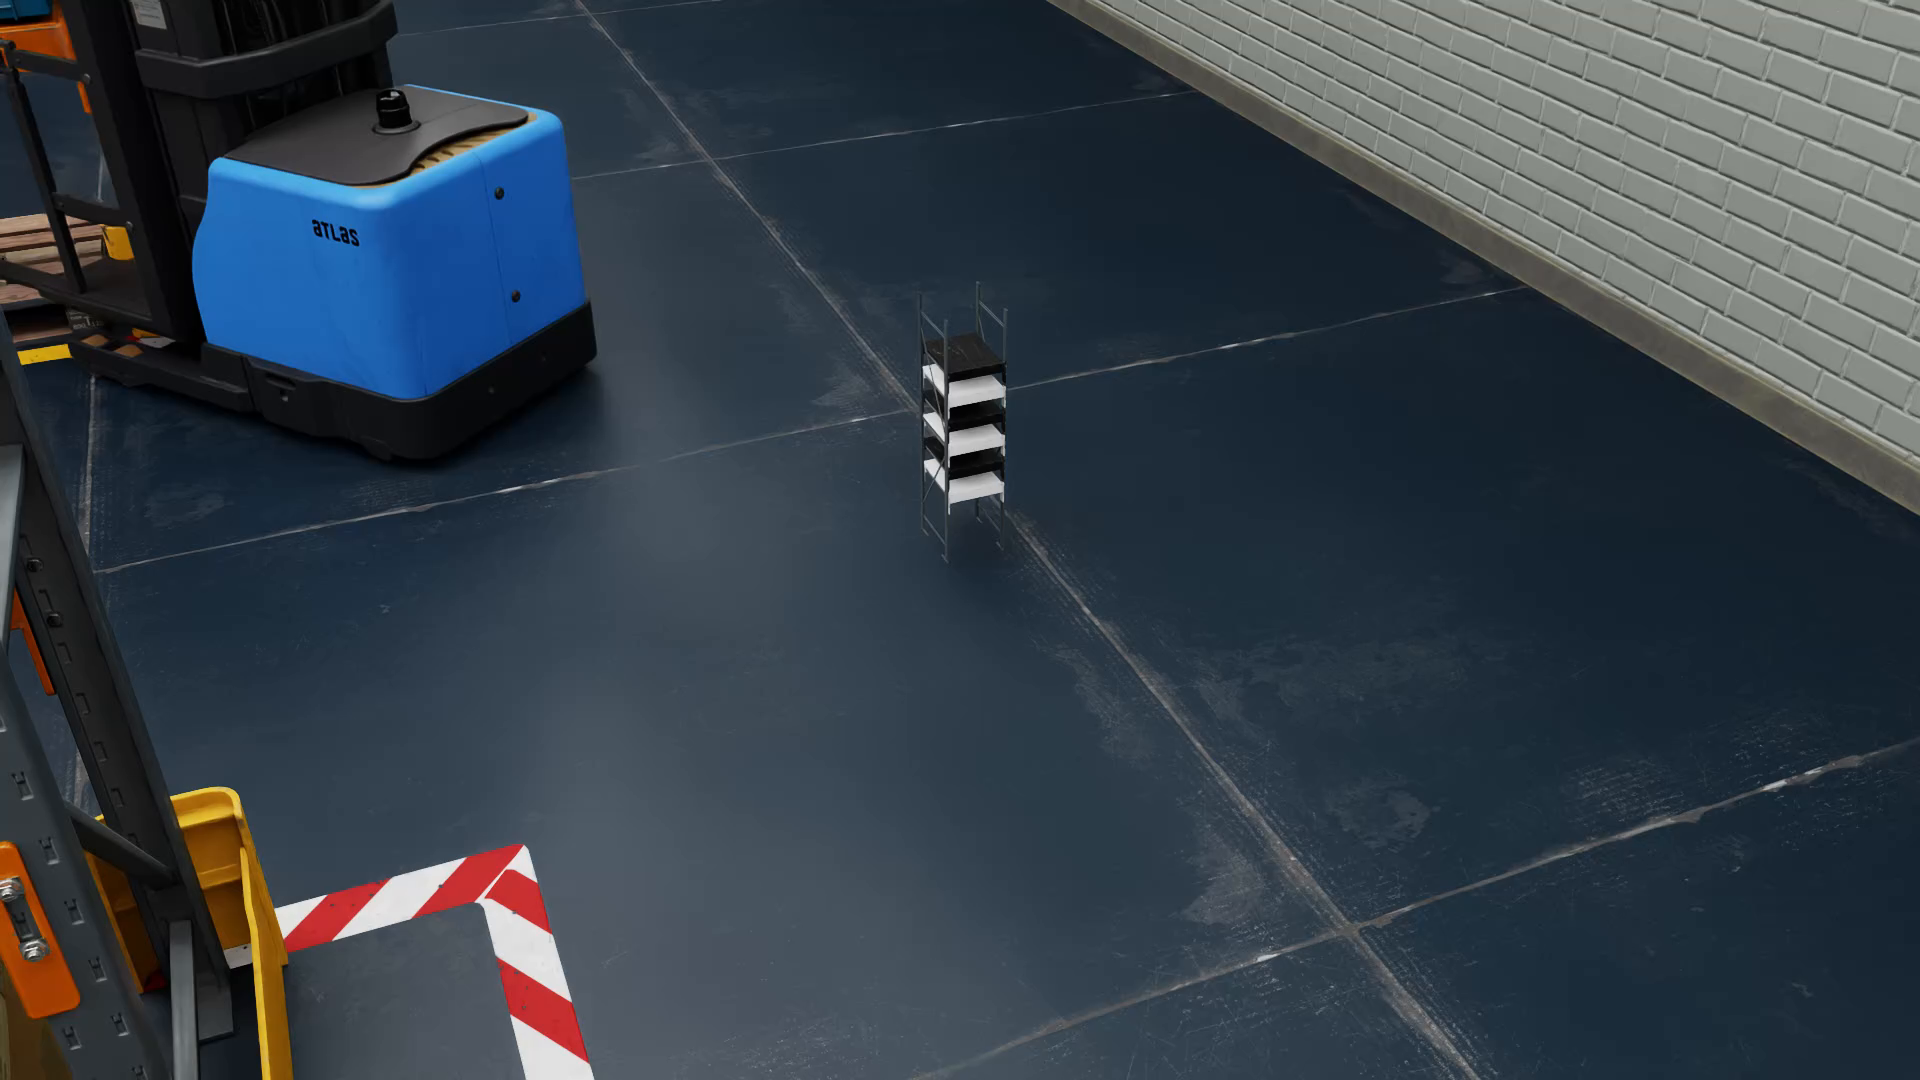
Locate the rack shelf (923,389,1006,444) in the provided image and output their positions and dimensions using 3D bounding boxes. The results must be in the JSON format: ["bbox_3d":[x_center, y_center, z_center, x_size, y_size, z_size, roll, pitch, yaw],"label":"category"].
[{"bbox_3d":[0.007,-0.426,5.476,0.200,0.077,0.258,-13,35,-19],"label":"rack shelf"}]

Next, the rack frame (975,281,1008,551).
[{"bbox_3d":[0.101,-0.400,5.540,0.006,0.900,0.240,-13,35,-19],"label":"rack frame"}]

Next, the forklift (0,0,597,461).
[{"bbox_3d":[-3.026,-2.080,6.259,3.031,2.935,1.130,16,36,23],"label":"forklift"}]

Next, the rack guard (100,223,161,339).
[{"bbox_3d":[-3.572,-1.385,7.420,0.348,0.500,1.175,-13,35,-19],"label":"rack guard"}]

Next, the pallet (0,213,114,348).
[{"bbox_3d":[-4.365,-1.097,7.243,1.213,0.211,1.003,-13,35,-19],"label":"pallet"}]

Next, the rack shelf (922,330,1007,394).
[{"bbox_3d":[0.007,-0.577,5.378,0.200,0.077,0.258,-13,35,-19],"label":"rack shelf"}]

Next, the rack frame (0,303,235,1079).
[{"bbox_3d":[-1.672,0.070,2.892,0.127,3.000,1.000,-13,35,-19],"label":"rack frame"}]

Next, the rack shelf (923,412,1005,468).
[{"bbox_3d":[0.007,-0.351,5.525,0.200,0.077,0.258,-13,35,-19],"label":"rack shelf"}]

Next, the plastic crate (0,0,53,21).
[{"bbox_3d":[-3.826,-2.296,6.441,0.499,0.435,0.616,-13,35,-19],"label":"plastic crate"}]

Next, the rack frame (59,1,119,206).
[{"bbox_3d":[-3.589,-2.421,6.720,0.127,3.000,1.000,-13,35,-19],"label":"rack frame"}]

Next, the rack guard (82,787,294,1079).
[{"bbox_3d":[-1.650,1.112,3.582,0.348,0.500,1.175,-13,35,-19],"label":"rack guard"}]

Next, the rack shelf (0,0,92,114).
[{"bbox_3d":[-5.434,-1.697,6.267,4.000,0.370,1.077,-13,35,-19],"label":"rack shelf"}]

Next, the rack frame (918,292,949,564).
[{"bbox_3d":[-0.086,-0.357,5.474,0.006,0.900,0.240,-13,35,-19],"label":"rack frame"}]

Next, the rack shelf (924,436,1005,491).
[{"bbox_3d":[0.007,-0.276,5.574,0.200,0.077,0.258,-13,35,-19],"label":"rack shelf"}]

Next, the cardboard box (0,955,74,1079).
[{"bbox_3d":[-2.231,0.960,3.088,0.875,0.875,0.875,-13,35,-19],"label":"cardboard box"}]

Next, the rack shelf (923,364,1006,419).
[{"bbox_3d":[0.007,-0.502,5.427,0.200,0.077,0.258,-13,35,-19],"label":"rack shelf"}]

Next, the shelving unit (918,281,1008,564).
[{"bbox_3d":[0.007,-0.379,5.507,0.210,0.900,0.258,-13,35,-19],"label":"shelving unit"}]

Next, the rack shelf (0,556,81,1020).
[{"bbox_3d":[-3.516,0.794,2.440,4.000,0.370,1.077,-13,35,-19],"label":"rack shelf"}]

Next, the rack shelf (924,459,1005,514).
[{"bbox_3d":[0.007,-0.200,5.624,0.200,0.077,0.258,-13,35,-19],"label":"rack shelf"}]
